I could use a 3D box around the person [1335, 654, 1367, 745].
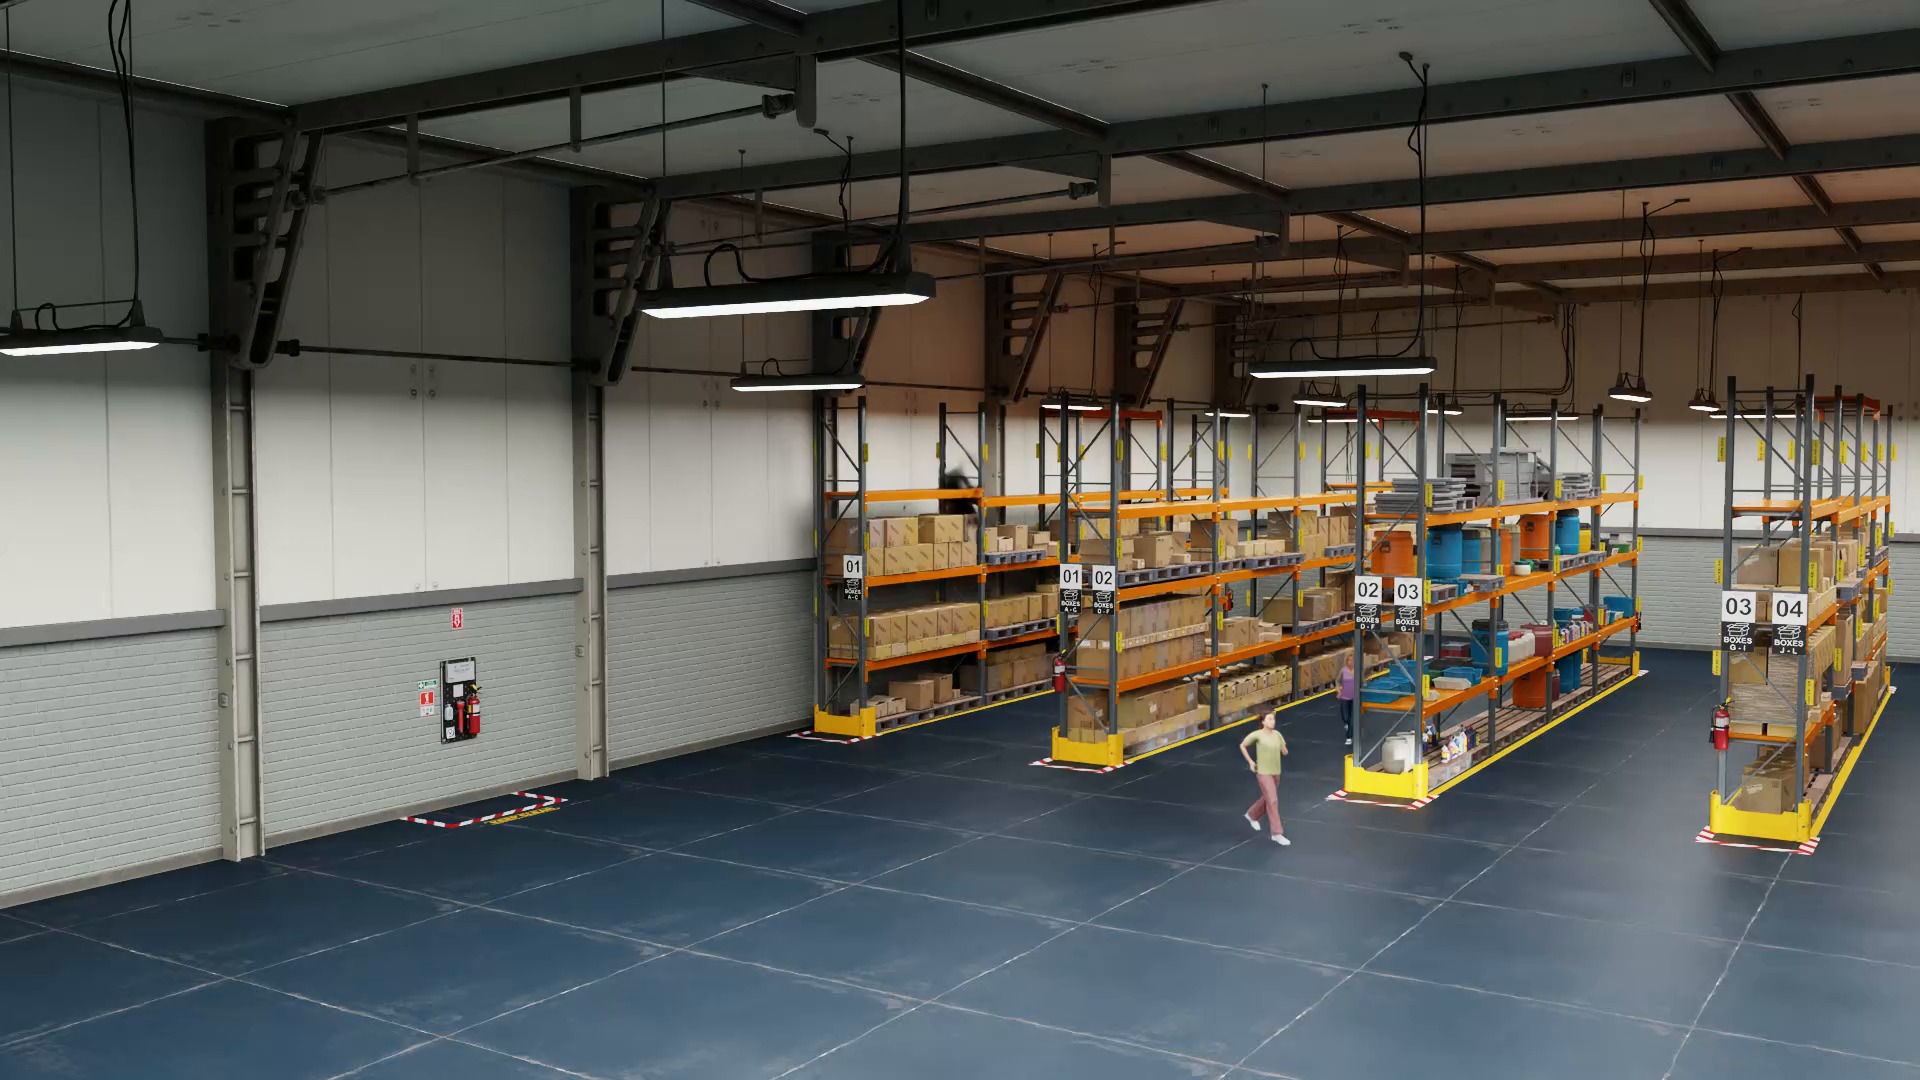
[{"bbox_3d":[6.708,2.728,28.552,0.549,1.547,0.551,1,3,18],"label":"person"}]

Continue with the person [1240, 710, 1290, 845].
[{"bbox_3d":[3.967,3.015,21.429,0.573,1.659,0.964,-2,3,-30],"label":"person"}]
